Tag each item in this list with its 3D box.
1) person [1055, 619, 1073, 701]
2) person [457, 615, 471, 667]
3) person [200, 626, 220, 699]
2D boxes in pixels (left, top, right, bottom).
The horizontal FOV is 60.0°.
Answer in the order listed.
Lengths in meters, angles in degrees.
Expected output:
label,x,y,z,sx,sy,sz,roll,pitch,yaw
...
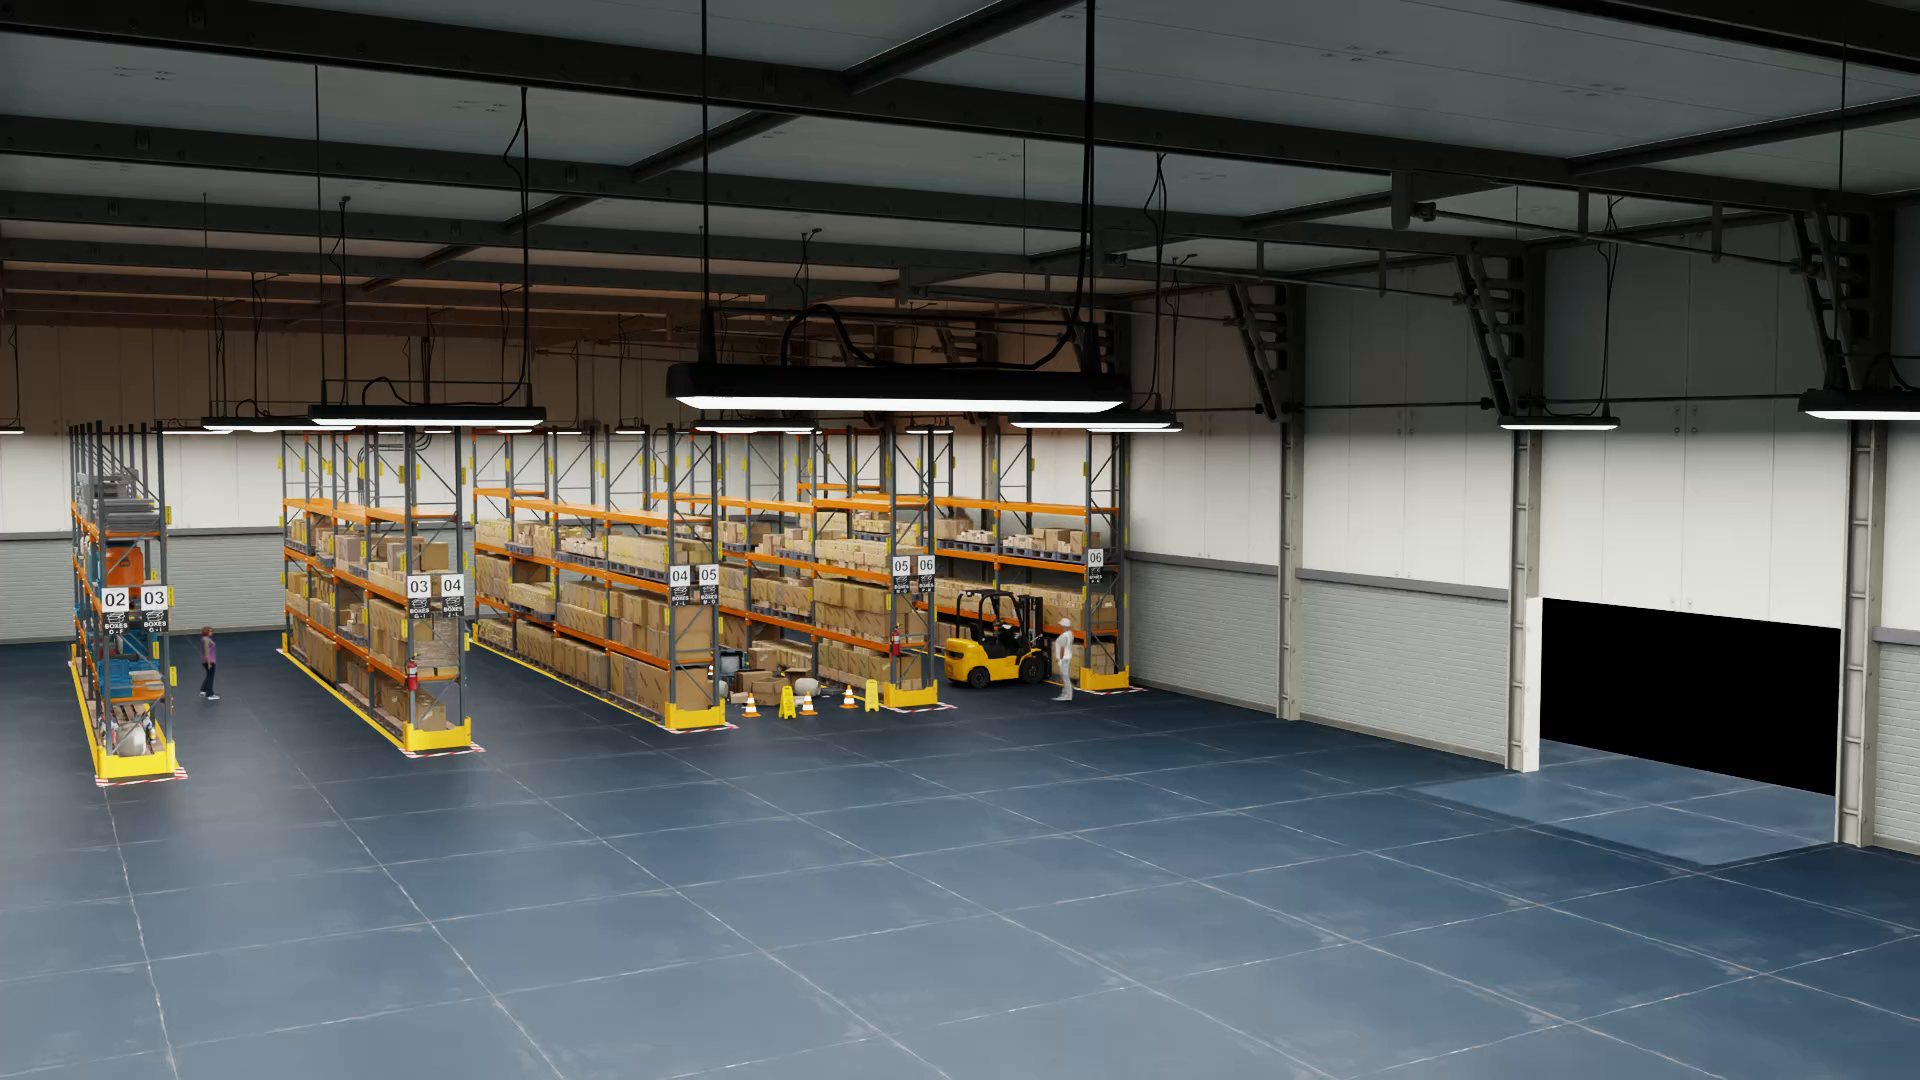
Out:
label,x,y,z,sx,sy,sz,roll,pitch,yaw
person,2.254,2.602,36.198,0.402,1.810,0.683,0,4,-2
person,-12.497,2.272,41.384,0.654,1.733,1.048,-2,4,-32
person,-16.373,2.674,36.284,0.385,1.604,0.471,-3,5,-43
